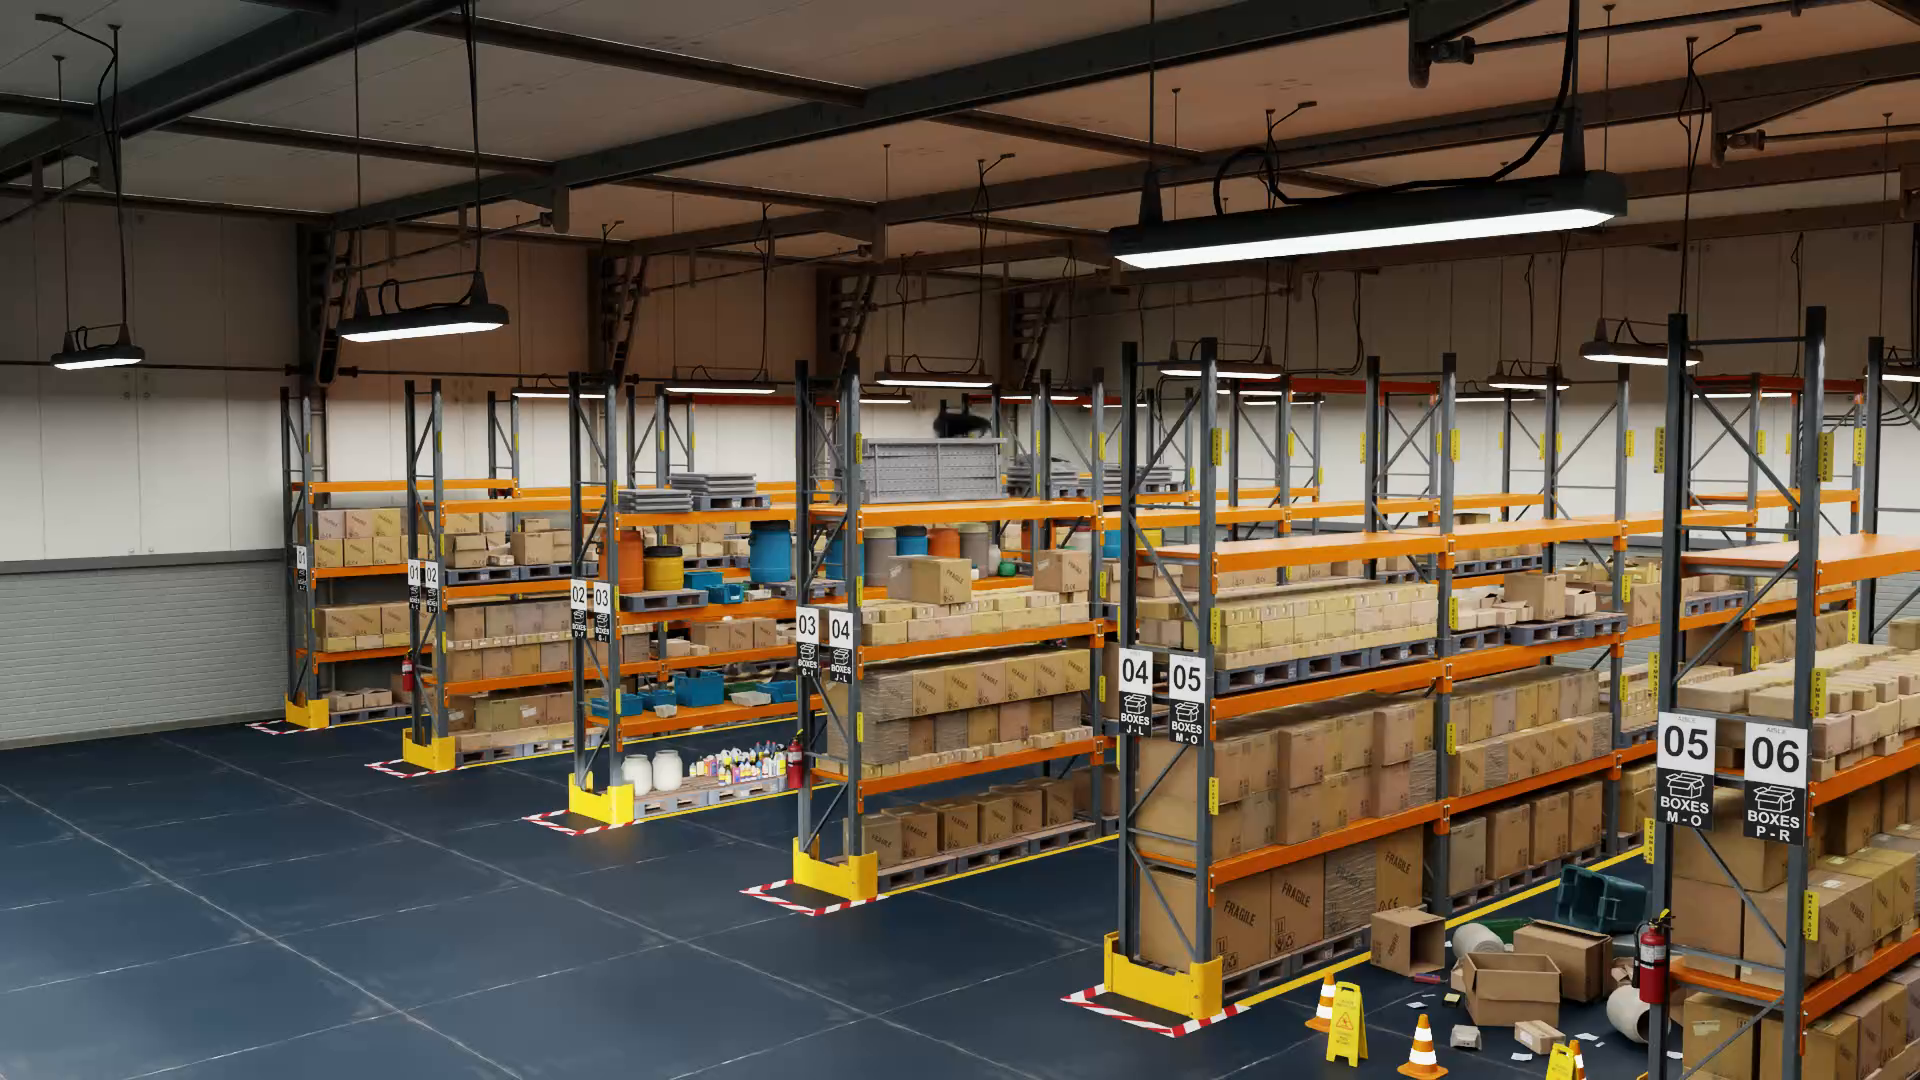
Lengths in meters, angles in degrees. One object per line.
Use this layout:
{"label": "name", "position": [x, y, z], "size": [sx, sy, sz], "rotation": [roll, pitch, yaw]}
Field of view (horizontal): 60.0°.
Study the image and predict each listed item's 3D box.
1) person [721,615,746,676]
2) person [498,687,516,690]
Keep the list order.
{"label": "person", "position": [-4.527, 2.259, 32.980], "size": [0.684, 1.599, 0.861], "rotation": [2, 4, 26]}
{"label": "person", "position": [-7.825, 2.490, 29.103], "size": [0.599, 1.675, 0.777], "rotation": [3, 5, 37]}
